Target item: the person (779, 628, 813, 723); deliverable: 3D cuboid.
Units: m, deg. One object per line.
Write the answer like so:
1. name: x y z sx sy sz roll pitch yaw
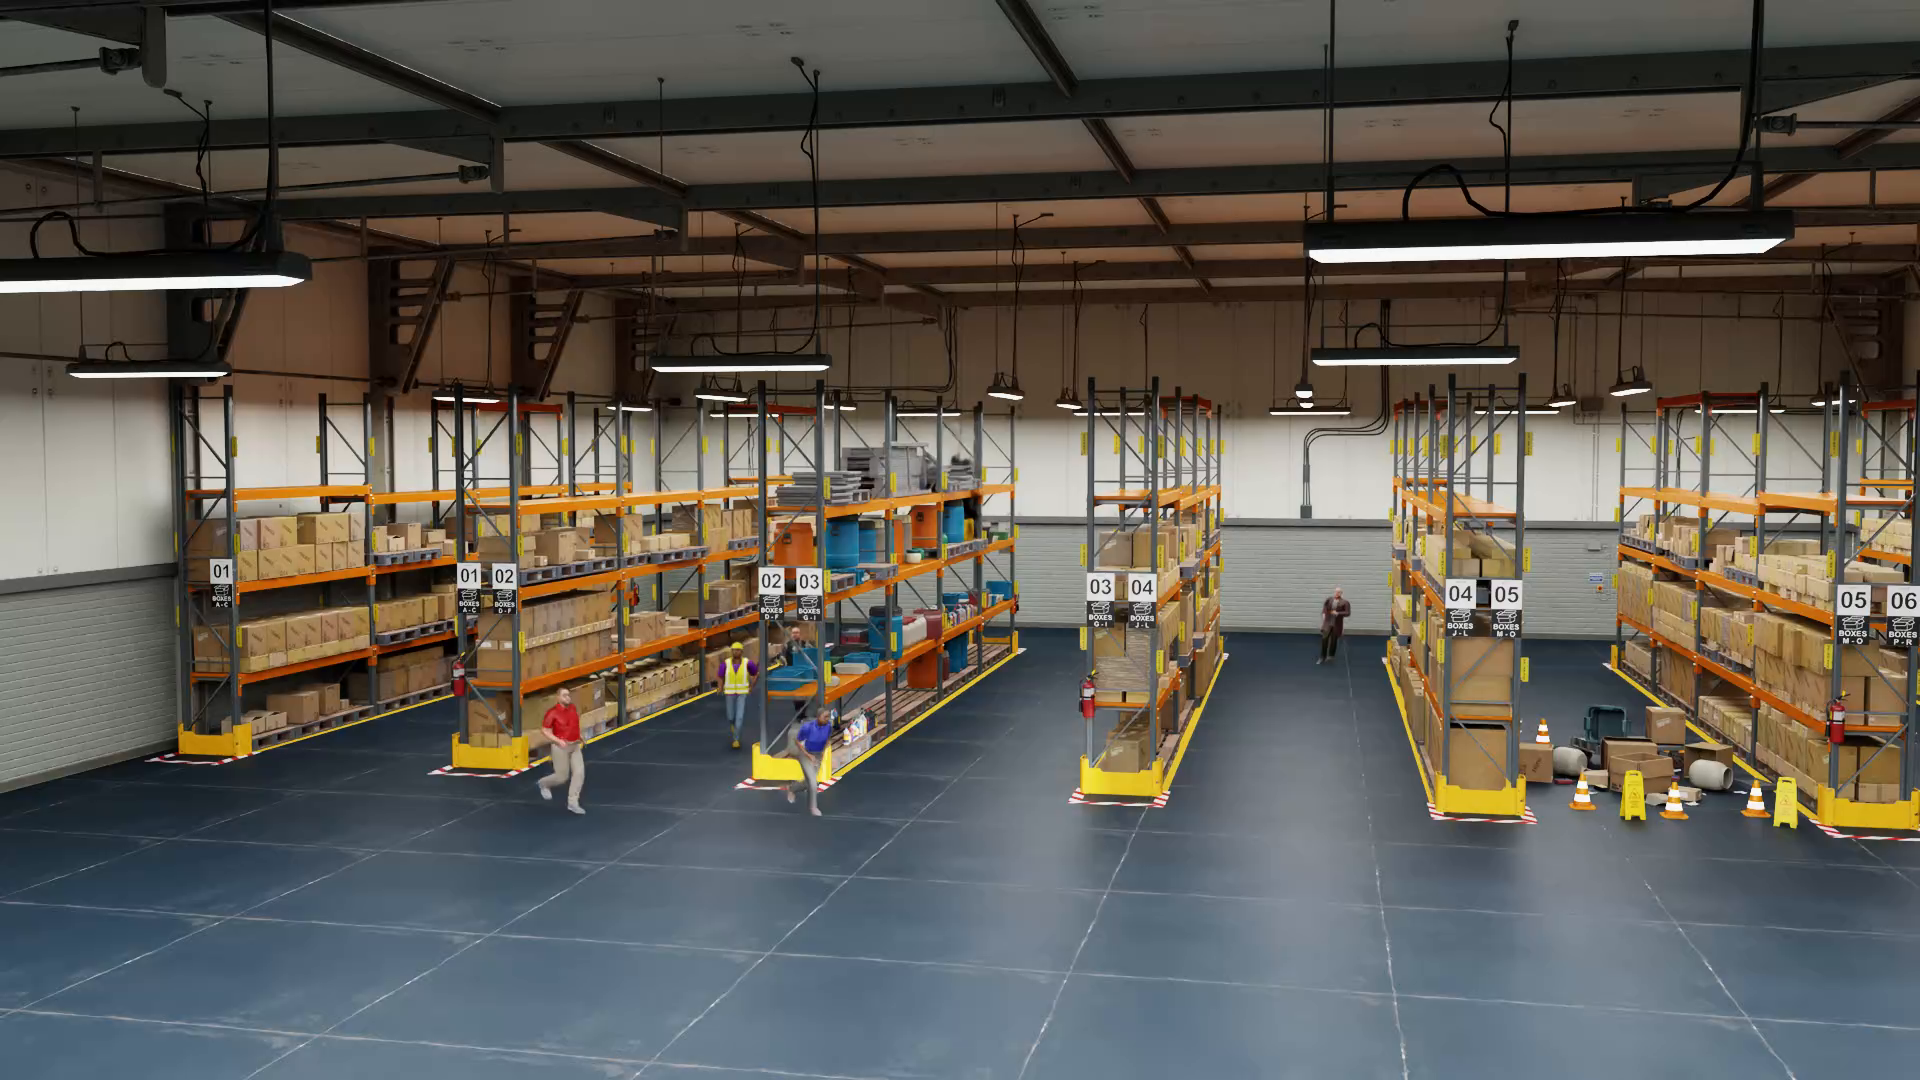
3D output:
1. person: -2.969 2.395 30.167 0.641 1.611 0.744 1 3 13

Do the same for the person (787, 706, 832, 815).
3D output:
1. person: -2.069 2.996 22.754 0.563 1.534 0.910 -3 4 -40

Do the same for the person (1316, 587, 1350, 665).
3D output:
1. person: 8.670 2.035 38.394 0.731 1.728 0.817 1 4 25

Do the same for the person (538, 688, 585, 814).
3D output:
1. person: -5.458 2.891 22.907 0.829 1.709 0.664 3 4 39

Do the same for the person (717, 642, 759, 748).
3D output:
1. person: -3.730 2.579 27.913 0.699 1.738 0.758 0 3 -2
